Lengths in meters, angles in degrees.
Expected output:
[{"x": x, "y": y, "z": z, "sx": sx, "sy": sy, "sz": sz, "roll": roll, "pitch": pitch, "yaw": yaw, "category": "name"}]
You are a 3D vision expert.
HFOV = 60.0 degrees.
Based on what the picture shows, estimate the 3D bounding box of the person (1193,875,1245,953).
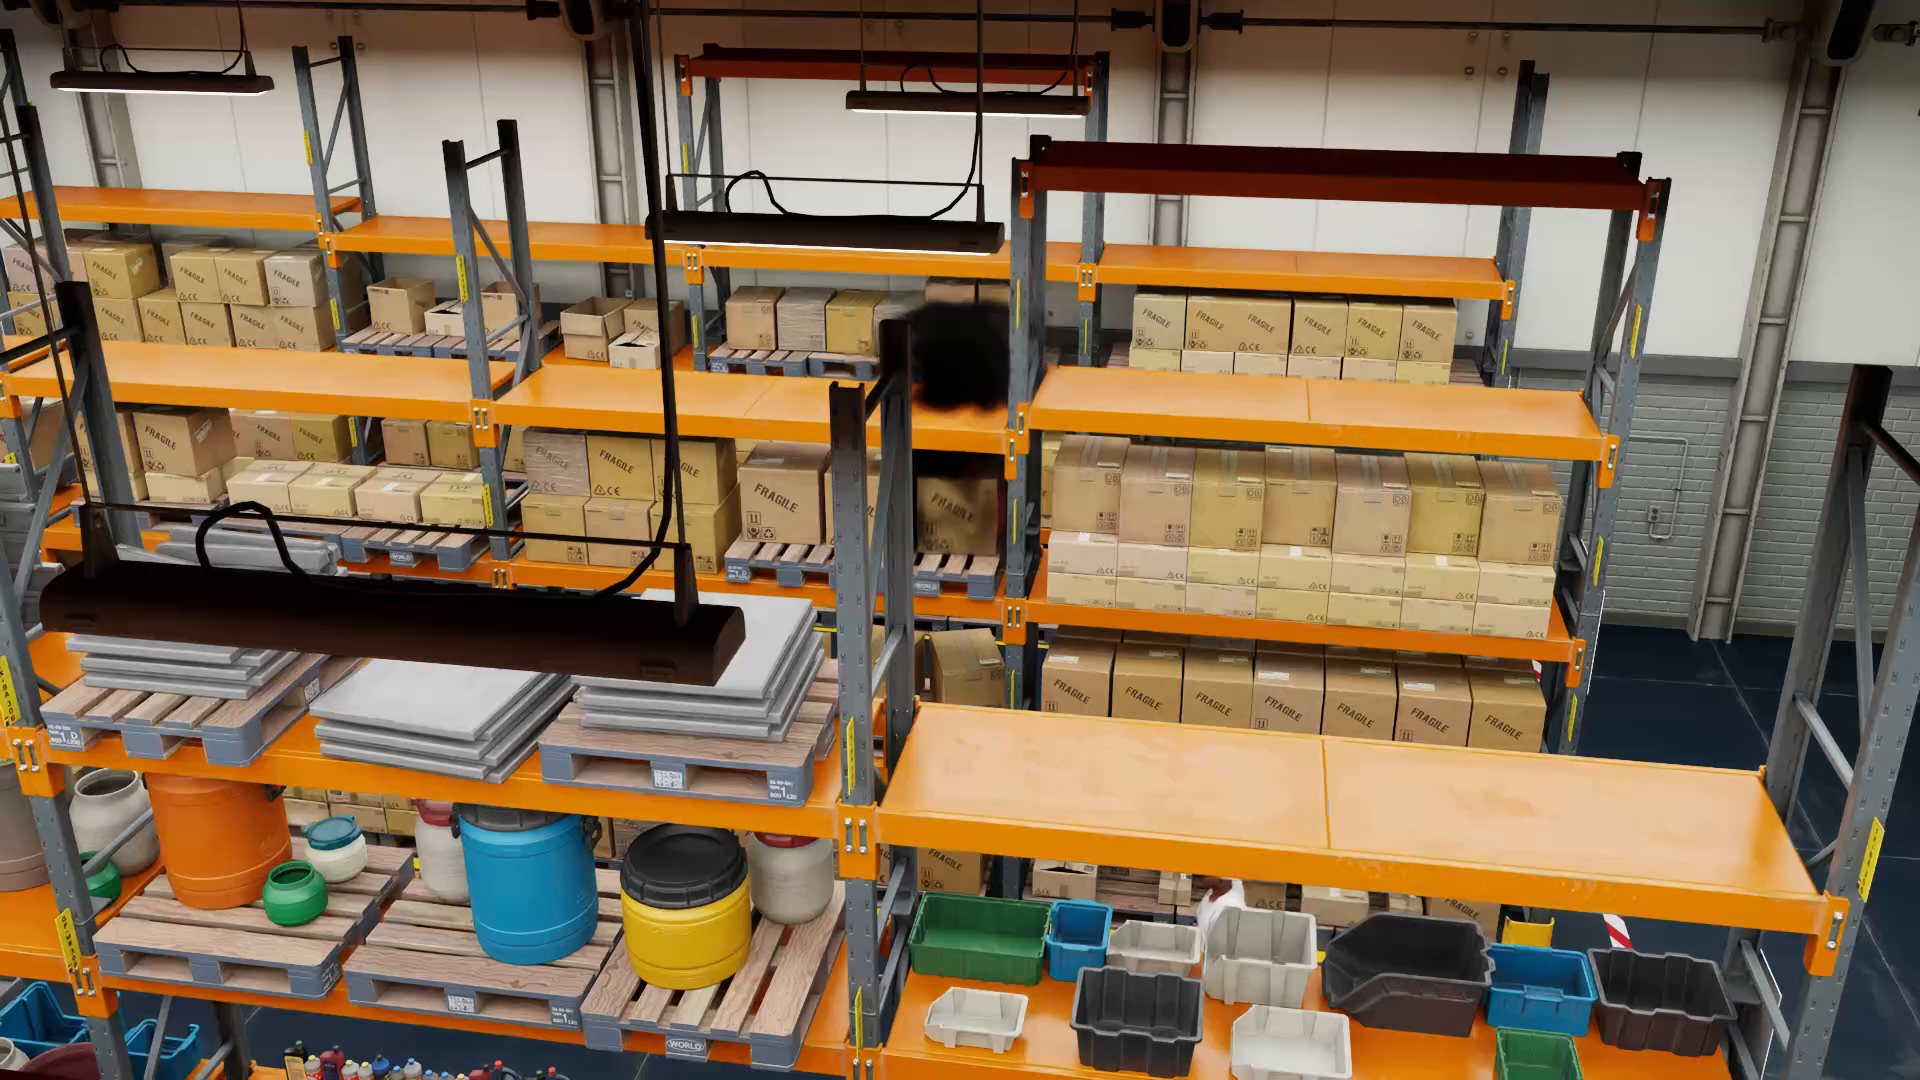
[{"x": 1.766, "y": 2.879, "z": 11.397, "sx": 0.619, "sy": 1.709, "sz": 0.690, "roll": 2, "pitch": 23, "yaw": 4, "category": "person"}]
